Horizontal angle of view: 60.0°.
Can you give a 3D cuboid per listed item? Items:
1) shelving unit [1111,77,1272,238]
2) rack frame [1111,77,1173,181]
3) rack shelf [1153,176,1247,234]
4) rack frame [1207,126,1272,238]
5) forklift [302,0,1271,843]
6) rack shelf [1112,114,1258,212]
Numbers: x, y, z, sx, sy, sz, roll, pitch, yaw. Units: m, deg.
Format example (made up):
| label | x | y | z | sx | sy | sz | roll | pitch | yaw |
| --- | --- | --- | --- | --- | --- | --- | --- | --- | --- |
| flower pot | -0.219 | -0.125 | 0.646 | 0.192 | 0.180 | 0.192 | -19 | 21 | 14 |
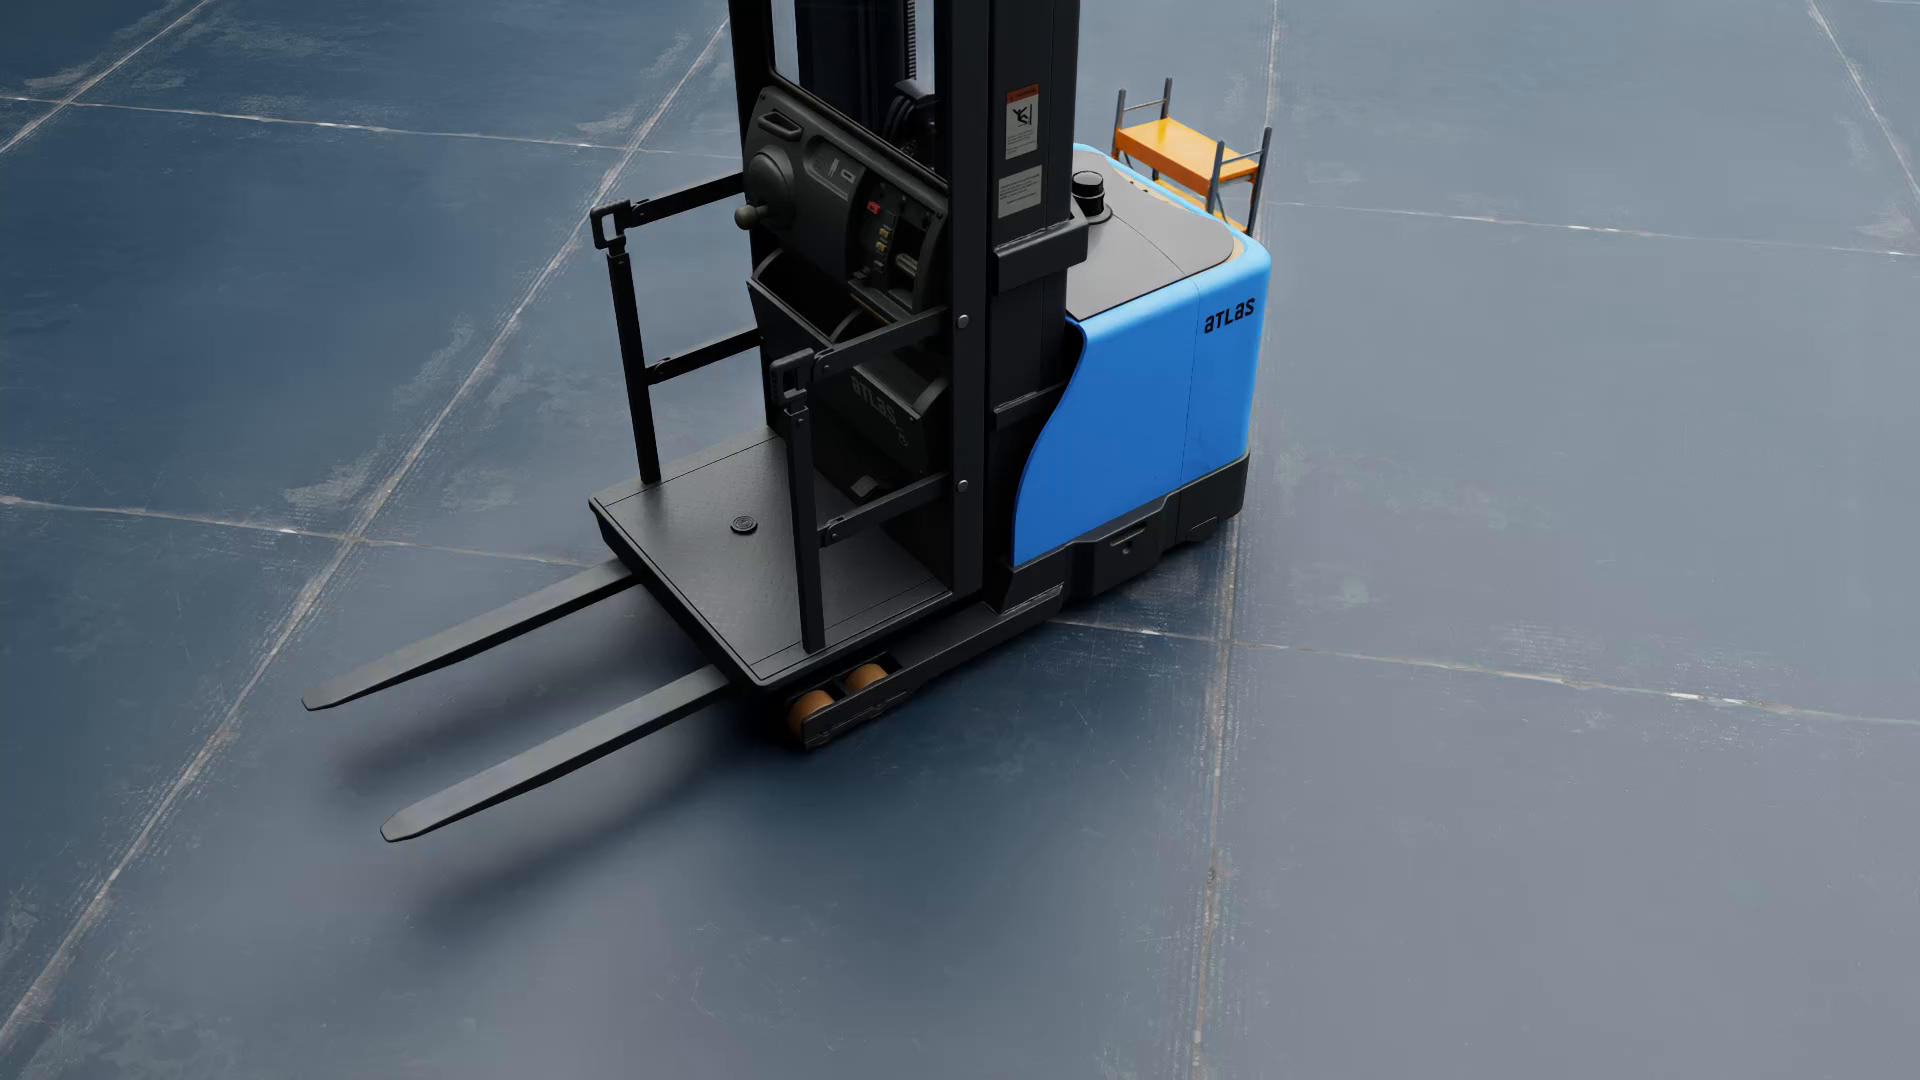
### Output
| label | x | y | z | sx | sy | sz | roll | pitch | yaw |
| --- | --- | --- | --- | --- | --- | --- | --- | --- | --- |
| shelving unit | 0.756 | -0.981 | 5.981 | 0.258 | 1.200 | 0.503 | -22 | 44 | -31 |
| rack frame | 0.609 | -1.106 | 6.131 | 0.240 | 1.200 | 0.015 | -22 | 44 | -31 |
| rack shelf | 0.765 | -1.106 | 5.887 | 0.258 | 0.148 | 0.480 | -22 | 44 | -31 |
| rack frame | 0.902 | -0.857 | 5.830 | 0.240 | 1.200 | 0.015 | -22 | 44 | -31 |
| forklift | -0.502 | -0.895 | 4.532 | 3.031 | 2.935 | 1.130 | -25 | 46 | -27 |
| rack shelf | 0.780 | -1.295 | 5.745 | 0.258 | 0.148 | 0.480 | -22 | 44 | -31 |
